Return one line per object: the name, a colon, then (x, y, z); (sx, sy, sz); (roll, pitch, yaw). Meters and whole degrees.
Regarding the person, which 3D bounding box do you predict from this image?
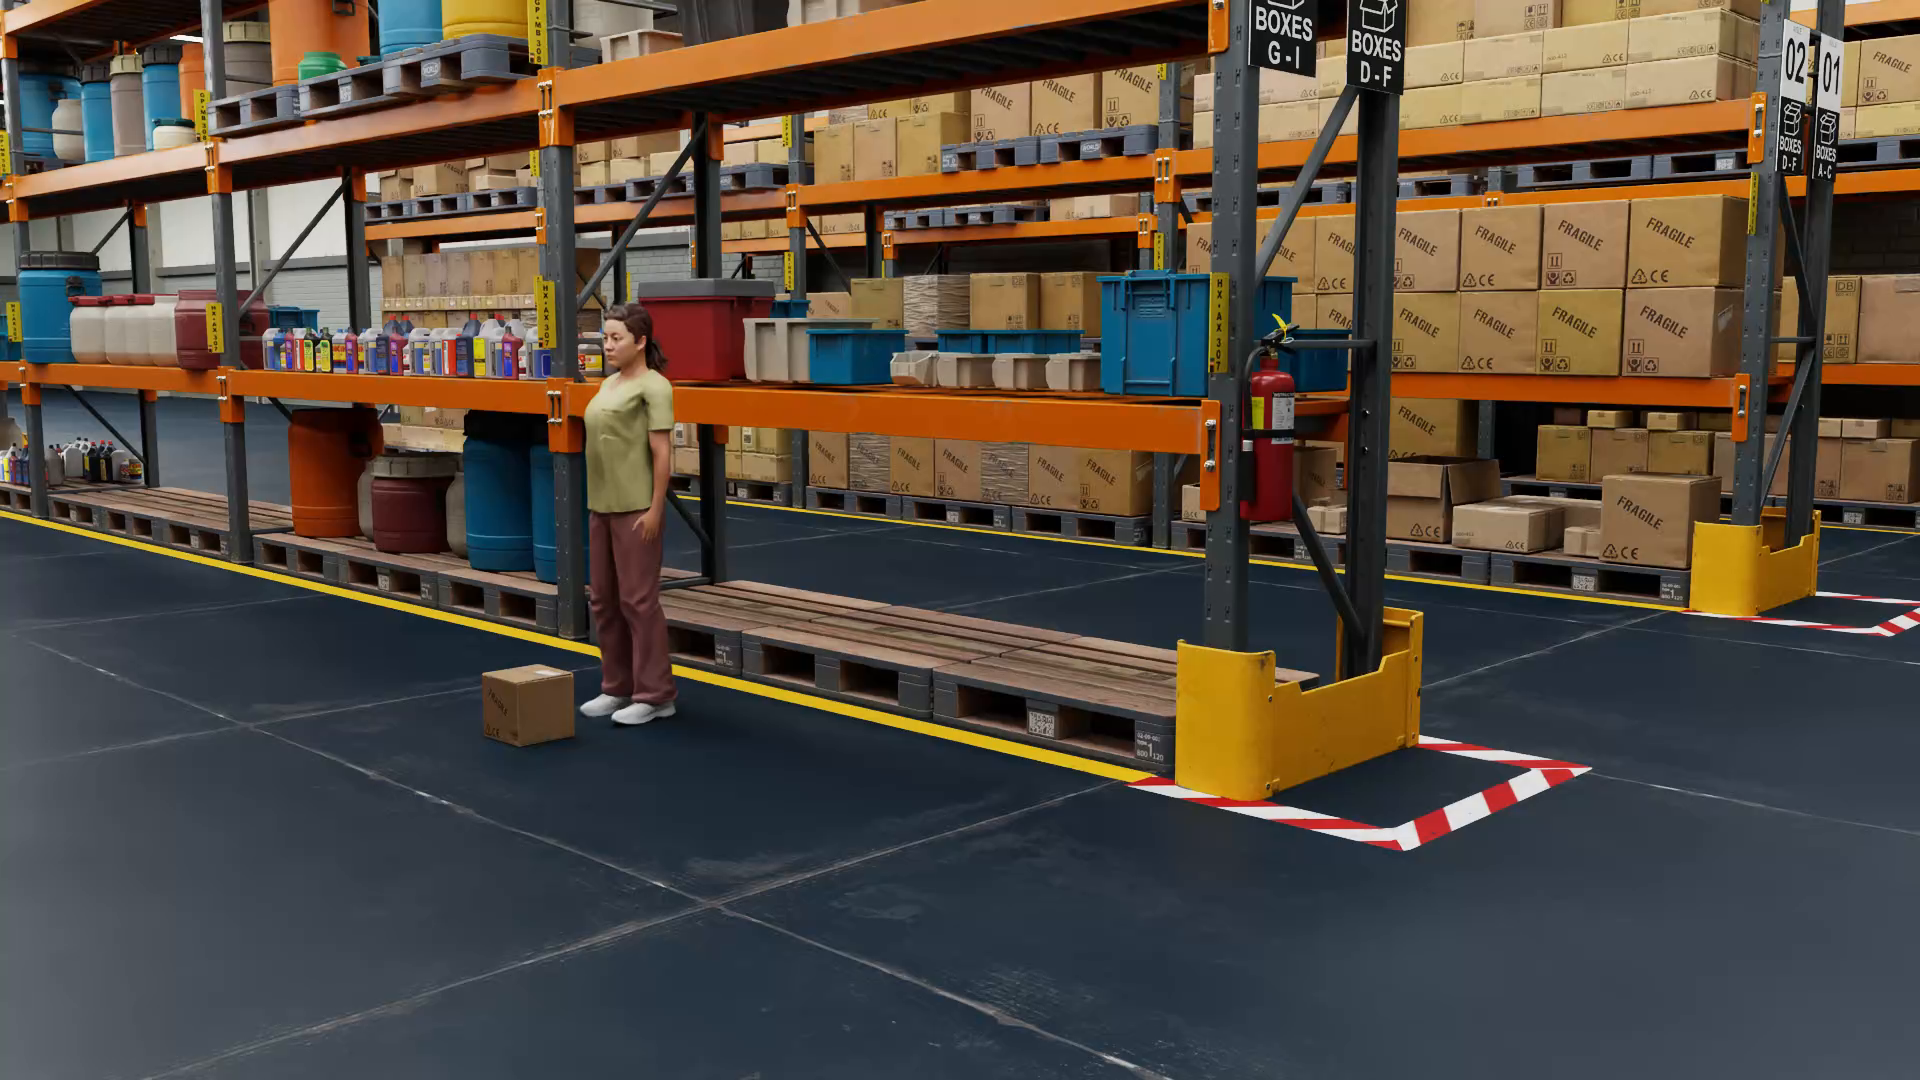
person: (-1.315, -0.108, 6.671); (0.442, 1.674, 0.359); (7, 10, 45)
